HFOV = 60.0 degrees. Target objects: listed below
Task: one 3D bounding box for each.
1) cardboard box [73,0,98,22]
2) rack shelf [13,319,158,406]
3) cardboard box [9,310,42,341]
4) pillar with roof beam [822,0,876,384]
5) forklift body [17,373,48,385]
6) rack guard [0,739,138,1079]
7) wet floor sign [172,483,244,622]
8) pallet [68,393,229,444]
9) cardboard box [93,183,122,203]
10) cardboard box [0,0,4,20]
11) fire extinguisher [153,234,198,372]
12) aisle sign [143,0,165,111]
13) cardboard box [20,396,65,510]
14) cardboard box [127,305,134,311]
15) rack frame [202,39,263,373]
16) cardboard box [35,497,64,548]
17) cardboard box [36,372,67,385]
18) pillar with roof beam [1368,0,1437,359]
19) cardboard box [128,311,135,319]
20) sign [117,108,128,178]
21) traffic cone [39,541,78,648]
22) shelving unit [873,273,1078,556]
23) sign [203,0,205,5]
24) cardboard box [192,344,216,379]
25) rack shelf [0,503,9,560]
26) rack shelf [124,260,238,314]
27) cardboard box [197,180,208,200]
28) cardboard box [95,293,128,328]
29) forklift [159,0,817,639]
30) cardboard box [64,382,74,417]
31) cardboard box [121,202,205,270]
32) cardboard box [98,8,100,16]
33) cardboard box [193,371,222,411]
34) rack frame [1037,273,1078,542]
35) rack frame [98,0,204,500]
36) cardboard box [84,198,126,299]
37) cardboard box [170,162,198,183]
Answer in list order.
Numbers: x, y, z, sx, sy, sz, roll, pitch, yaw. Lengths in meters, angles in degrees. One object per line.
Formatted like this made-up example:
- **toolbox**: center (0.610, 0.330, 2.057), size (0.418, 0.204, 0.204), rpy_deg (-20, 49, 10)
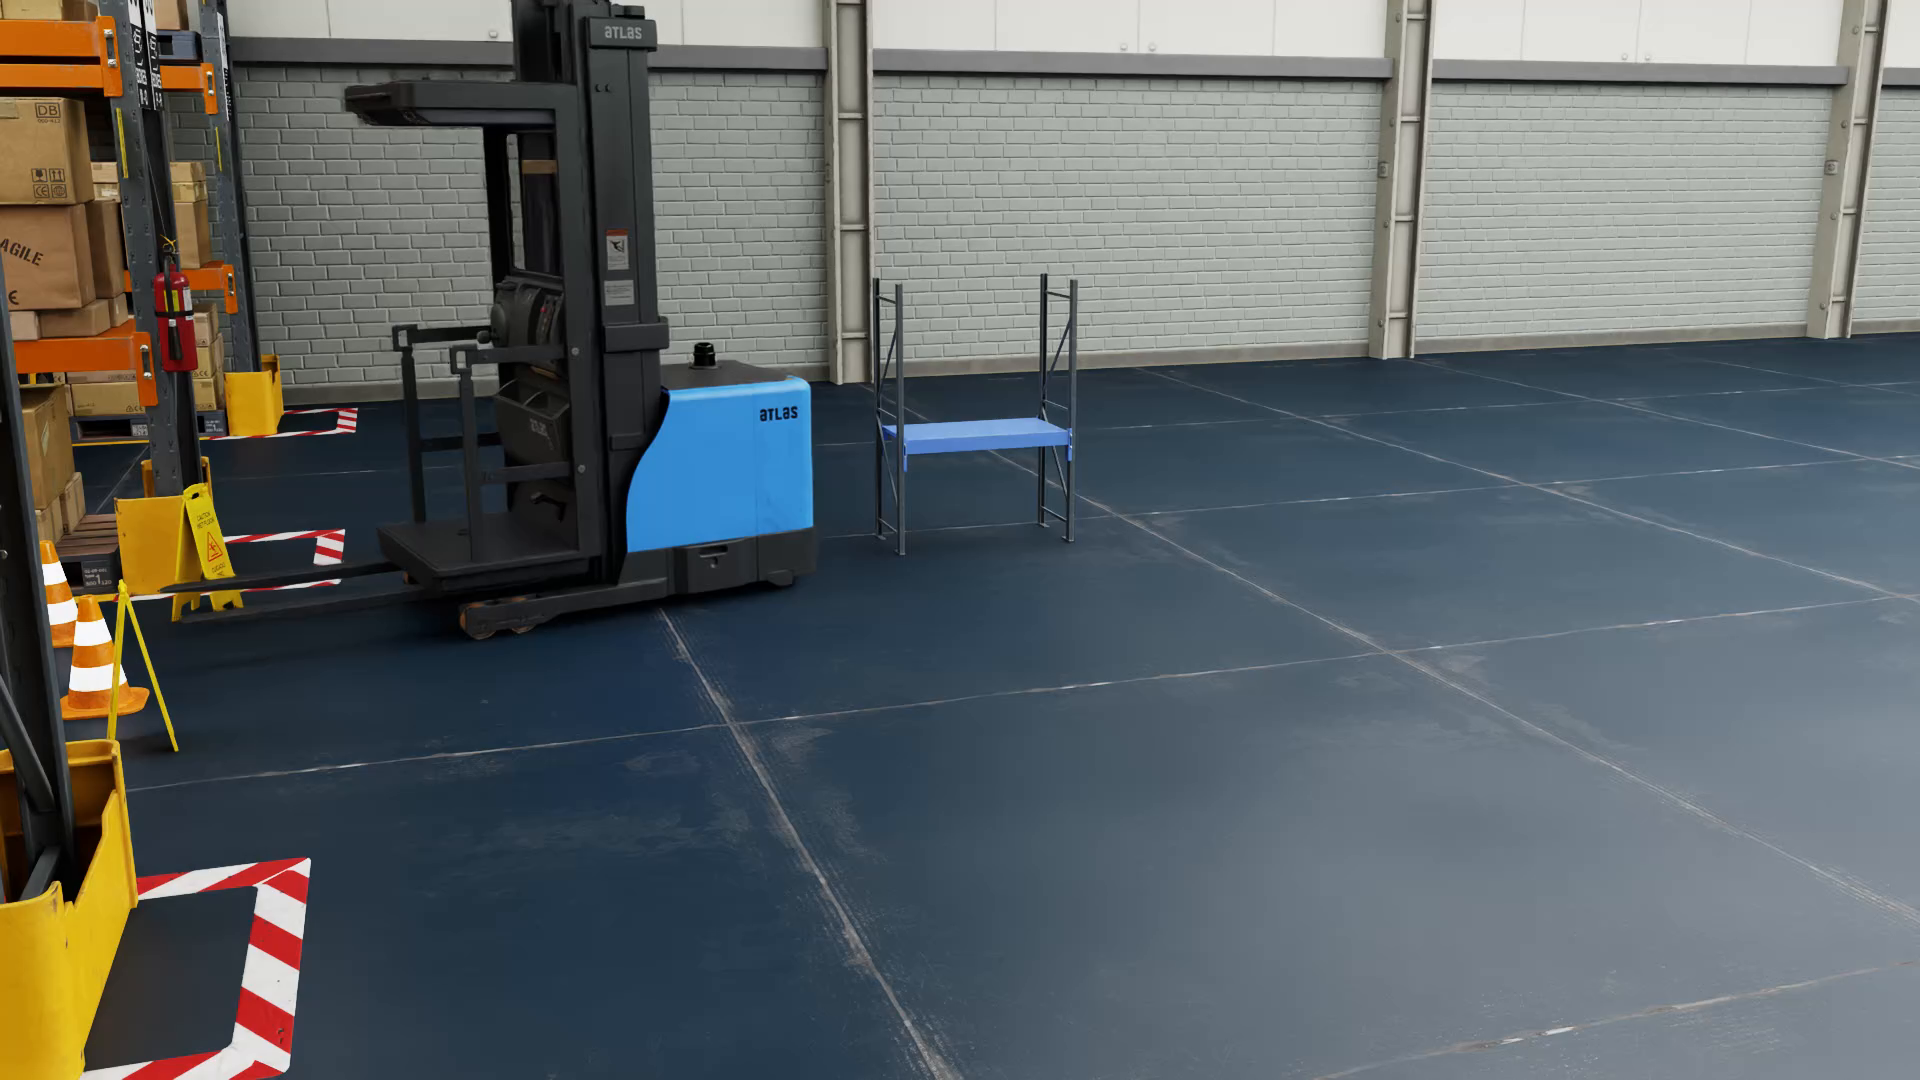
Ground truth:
- **cardboard box**: center (-4.609, -2.700, 8.574), size (0.250, 0.149, 0.380), rpy_deg (-4, 14, -18)
- **rack shelf**: center (-6.086, -0.819, 8.158), size (4.000, 0.370, 1.077), rpy_deg (-4, 14, -18)
- **cardboard box**: center (-4.682, -1.077, 8.231), size (0.250, 0.149, 0.380), rpy_deg (-5, 14, -19)
- **pillar with roof beam**: center (0.335, -4.968, 11.084), size (0.400, 9.000, 9.100), rpy_deg (-4, 14, -18)
- **forklift body**: center (-6.993, -1.452, 11.099), size (1.214, 2.155, 2.313), rpy_deg (-4, 14, -18)
- **rack guard**: center (-2.493, 0.976, 4.460), size (0.348, 0.500, 1.175), rpy_deg (-4, 14, -18)
- **wet floor sign**: center (-3.669, 0.049, 8.041), size (0.232, 0.644, 0.267), rpy_deg (0, 13, 1)
- **pallet**: center (-6.489, -0.983, 13.318), size (1.213, 0.211, 1.003), rpy_deg (-4, 14, -18)
- **cardboard box**: center (-6.515, -2.651, 12.688), size (0.250, 0.149, 0.380), rpy_deg (-4, 14, -17)
- **cardboard box**: center (-4.665, -2.540, 7.902), size (0.250, 0.149, 0.380), rpy_deg (-4, 14, -18)
- **fire extinguisher**: center (-3.935, -1.186, 8.315), size (0.183, 0.674, 0.296), rpy_deg (-4, 14, -18)
- **aisle sign**: center (-4.231, -2.654, 8.700), size (0.004, 0.787, 0.394), rpy_deg (-4, 14, -18)
- **cardboard box**: center (-4.867, -0.432, 8.390), size (0.500, 0.500, 0.500), rpy_deg (-4, 14, -18)
- **cardboard box**: center (-6.766, -1.726, 13.292), size (0.500, 0.250, 0.500), rpy_deg (-4, 14, -18)
- **rack frame**: center (-5.777, -2.405, 13.271), size (0.127, 3.000, 1.000), rpy_deg (-4, 14, -18)
- **cardboard box**: center (-4.894, -0.063, 8.459), size (0.500, 0.250, 0.500), rpy_deg (-5, 14, -18)
- **cardboard box**: center (-7.100, -1.333, 12.719), size (0.500, 0.250, 0.500), rpy_deg (-5, 14, -19)
- **pillar with roof beam**: center (6.022, -5.411, 12.946), size (0.400, 9.000, 9.100), rpy_deg (-4, 14, -18)
- **cardboard box**: center (-6.596, -1.617, 12.831), size (0.500, 0.250, 0.500), rpy_deg (-4, 14, -17)
- **sign**: center (-4.033, -1.910, 8.007), size (0.005, 0.325, 0.100), rpy_deg (-4, 14, -18)
- **traffic cone**: center (-4.187, 0.232, 7.666), size (0.334, 0.463, 0.336), rpy_deg (-4, 14, -18)
- **shelving unit**: center (0.081, -0.736, 9.496), size (1.048, 1.500, 0.538), rpy_deg (-4, 14, -18)
- **sign**: center (-5.617, -4.136, 12.326), size (0.005, 0.325, 0.100), rpy_deg (-4, 14, -18)
- **cardboard box**: center (-6.139, -1.410, 13.044), size (0.500, 0.250, 0.500), rpy_deg (-5, 14, -19)
- **rack shelf**: center (-4.412, 0.259, 3.626), size (4.000, 0.370, 1.077), rpy_deg (-4, 14, -18)
- **rack shelf**: center (-7.673, -1.907, 12.734), size (4.000, 0.370, 1.077), rpy_deg (-4, 14, -18)
- **cardboard box**: center (-6.181, -2.801, 13.319), size (0.250, 0.149, 0.380), rpy_deg (-5, 14, -20)
- **cardboard box**: center (-4.579, -1.215, 8.810), size (0.250, 0.149, 0.380), rpy_deg (-4, 14, -18)
- **forklift**: center (-2.264, -1.105, 7.954), size (3.031, 2.935, 1.130), rpy_deg (-8, 16, -32)
- **cardboard box**: center (-7.073, -1.098, 12.811), size (0.500, 0.250, 0.500), rpy_deg (-4, 14, -17)
- **cardboard box**: center (-6.160, -2.360, 12.865), size (0.500, 0.500, 0.500), rpy_deg (-5, 14, -19)
- **cardboard box**: center (-6.466, -3.867, 12.356), size (0.250, 0.149, 0.380), rpy_deg (-5, 14, -20)
- **cardboard box**: center (-6.122, -1.168, 13.104), size (0.500, 0.250, 0.500), rpy_deg (-4, 14, -18)
- **rack frame**: center (0.563, -0.773, 9.653), size (0.032, 1.500, 0.500), rpy_deg (-4, 14, -18)
- **rack frame**: center (-4.191, -1.317, 8.696), size (0.127, 3.000, 1.000), rpy_deg (-4, 14, -18)
- **cardboard box**: center (-4.728, -1.536, 8.759), size (0.500, 0.500, 0.500), rpy_deg (-5, 14, -19)
- **cardboard box**: center (-6.050, -2.841, 12.845), size (0.250, 0.149, 0.380), rpy_deg (-4, 14, -18)
